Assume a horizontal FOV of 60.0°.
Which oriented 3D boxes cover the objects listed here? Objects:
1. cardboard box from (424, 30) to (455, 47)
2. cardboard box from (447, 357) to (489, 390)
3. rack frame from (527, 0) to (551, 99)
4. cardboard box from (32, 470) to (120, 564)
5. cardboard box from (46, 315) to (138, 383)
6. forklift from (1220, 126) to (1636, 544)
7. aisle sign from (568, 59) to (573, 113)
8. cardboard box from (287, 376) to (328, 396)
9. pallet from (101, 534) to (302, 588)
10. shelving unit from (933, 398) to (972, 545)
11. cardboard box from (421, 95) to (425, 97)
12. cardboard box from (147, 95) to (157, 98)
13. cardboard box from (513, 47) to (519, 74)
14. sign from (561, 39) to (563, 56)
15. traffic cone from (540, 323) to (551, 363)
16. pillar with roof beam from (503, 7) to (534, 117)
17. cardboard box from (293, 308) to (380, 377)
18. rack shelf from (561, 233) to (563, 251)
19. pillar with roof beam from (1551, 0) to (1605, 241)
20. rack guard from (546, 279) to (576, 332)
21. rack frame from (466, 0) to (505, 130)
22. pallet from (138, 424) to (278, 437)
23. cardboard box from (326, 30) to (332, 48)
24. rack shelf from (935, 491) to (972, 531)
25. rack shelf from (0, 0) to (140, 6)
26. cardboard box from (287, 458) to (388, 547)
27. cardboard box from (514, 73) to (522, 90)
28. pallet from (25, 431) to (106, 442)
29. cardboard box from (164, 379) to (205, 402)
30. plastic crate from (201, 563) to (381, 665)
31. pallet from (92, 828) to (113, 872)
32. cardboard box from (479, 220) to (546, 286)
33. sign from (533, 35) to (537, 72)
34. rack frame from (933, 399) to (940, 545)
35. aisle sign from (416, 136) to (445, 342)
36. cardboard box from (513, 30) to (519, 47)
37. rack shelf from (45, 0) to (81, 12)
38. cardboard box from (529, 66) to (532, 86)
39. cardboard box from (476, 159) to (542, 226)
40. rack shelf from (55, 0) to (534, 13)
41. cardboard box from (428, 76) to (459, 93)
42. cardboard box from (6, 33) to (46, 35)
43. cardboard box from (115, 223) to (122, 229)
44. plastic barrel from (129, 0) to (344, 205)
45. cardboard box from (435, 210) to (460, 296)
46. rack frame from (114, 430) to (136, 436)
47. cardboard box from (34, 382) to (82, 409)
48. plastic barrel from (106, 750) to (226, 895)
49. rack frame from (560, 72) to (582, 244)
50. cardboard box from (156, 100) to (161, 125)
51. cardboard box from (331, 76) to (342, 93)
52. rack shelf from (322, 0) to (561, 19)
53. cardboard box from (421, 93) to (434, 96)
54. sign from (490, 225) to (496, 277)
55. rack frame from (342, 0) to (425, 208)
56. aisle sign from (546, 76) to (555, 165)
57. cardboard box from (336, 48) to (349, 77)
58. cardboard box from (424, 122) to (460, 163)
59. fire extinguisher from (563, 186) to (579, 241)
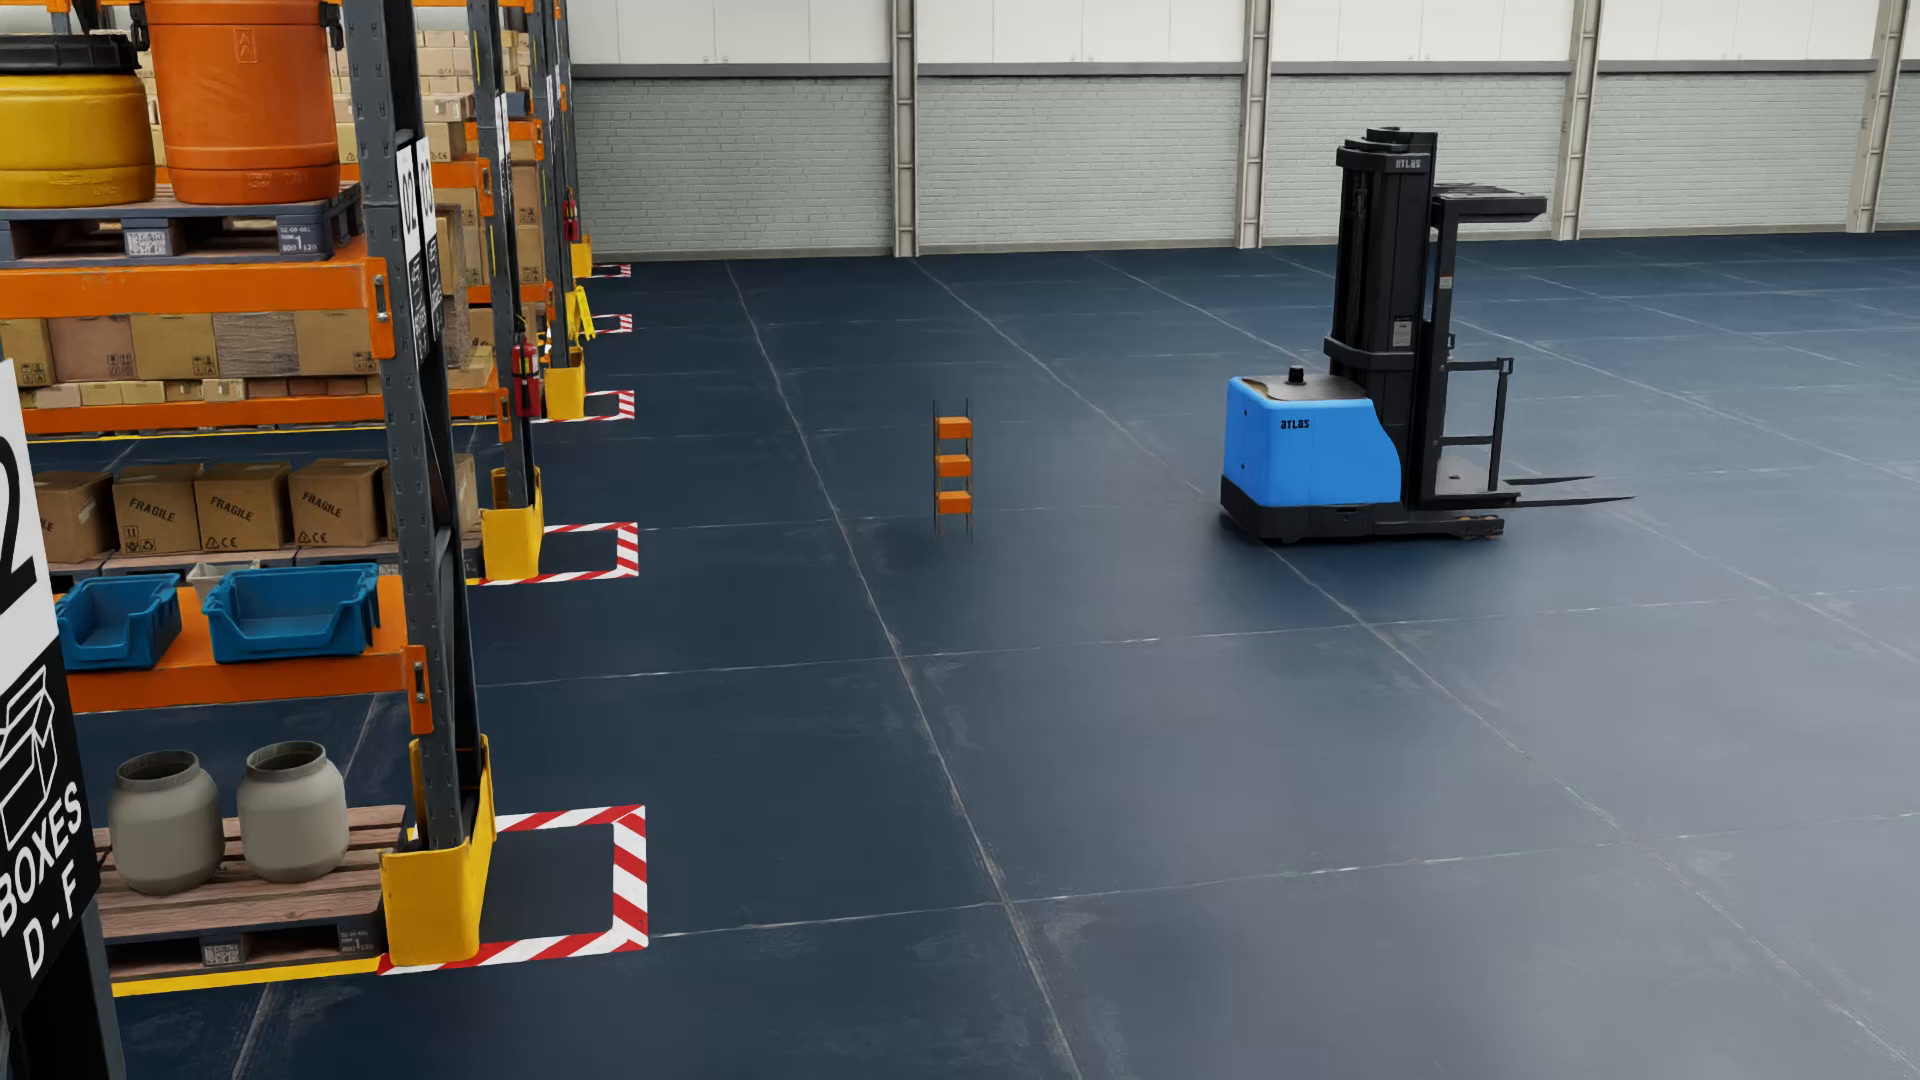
[{"bbox_3d":[-4.722,-4.567,15.148,0.250,0.149,0.380,-3,17,-10],"label":"cardboard box"},{"bbox_3d":[-3.358,-1.137,11.332,0.250,0.149,0.380,-3,17,-10],"label":"cardboard box"},{"bbox_3d":[-3.959,-5.636,15.334,0.127,3.000,1.000,-3,17,-10],"label":"rack frame"},{"bbox_3d":[-6.083,-0.160,11.267,0.500,0.500,0.500,2,17,7],"label":"cardboard box"},{"bbox_3d":[-5.622,-1.381,11.024,0.500,0.500,0.875,-3,17,-10],"label":"cardboard box"},{"bbox_3d":[3.594,-1.552,12.374,3.031,2.935,1.130,-2,17,-8],"label":"forklift"},{"bbox_3d":[-5.822,-6.782,24.855,0.004,0.787,0.394,-3,17,-10],"label":"aisle sign"},{"bbox_3d":[-4.341,-1.083,11.157,0.250,0.149,0.380,-3,17,-10],"label":"cardboard box"},{"bbox_3d":[-5.192,0.107,11.604,1.213,0.211,1.003,-3,17,-10],"label":"pallet"},{"bbox_3d":[-0.053,-0.499,12.148,0.252,1.050,0.215,-3,17,-10],"label":"shelving unit"},{"bbox_3d":[-3.609,-2.799,10.784,0.250,0.149,0.380,-4,17,-12],"label":"cardboard box"},{"bbox_3d":[-5.206,-2.828,10.879,0.250,0.149,0.380,-4,18,-12],"label":"cardboard box"},{"bbox_3d":[-4.482,-4.568,15.830,0.500,0.250,0.500,-3,17,-11],"label":"cardboard box"},{"bbox_3d":[-5.853,-7.282,24.430,0.005,0.325,0.100,-3,17,-10],"label":"sign"},{"bbox_3d":[-4.630,-2.280,18.946,0.334,0.463,0.336,-3,17,-10],"label":"traffic cone"},{"bbox_3d":[-5.981,-7.468,21.299,0.400,9.000,9.100,-3,17,-10],"label":"pillar with roof beam"},{"bbox_3d":[-4.131,-1.437,11.205,0.500,0.500,0.875,-3,17,-10],"label":"cardboard box"},{"bbox_3d":[-6.961,-3.734,20.585,4.000,0.370,1.077,-3,17,-10],"label":"rack shelf"},{"bbox_3d":[11.693,-8.470,24.563,0.400,9.000,9.100,-3,17,-10],"label":"pillar with roof beam"},{"bbox_3d":[-5.072,-2.990,21.195,0.348,0.500,1.175,-3,17,-10],"label":"rack guard"},{"bbox_3d":[-3.117,-4.200,10.660,0.127,3.000,1.000,-3,17,-10],"label":"rack frame"},{"bbox_3d":[-7.125,-1.232,15.963,1.213,0.211,1.003,-3,17,-10],"label":"pallet"},{"bbox_3d":[-5.723,-4.510,14.961,0.250,0.149,0.380,-3,17,-10],"label":"cardboard box"},{"bbox_3d":[-0.053,-0.223,12.233,0.240,0.259,0.215,-3,17,-10],"label":"rack shelf"},{"bbox_3d":[-11.834,-7.618,23.696,4.000,0.370,1.077,-3,17,-10],"label":"rack shelf"},{"bbox_3d":[-4.314,-0.265,11.608,0.500,0.500,0.500,1,17,4],"label":"cardboard box"},{"bbox_3d":[-4.357,-4.404,15.973,0.250,0.149,0.380,-3,17,-10],"label":"cardboard box"},{"bbox_3d":[-8.630,-1.147,15.688,1.213,0.211,1.003,-3,17,-10],"label":"pallet"},{"bbox_3d":[-5.070,-1.029,10.982,0.250,0.149,0.380,-3,17,-10],"label":"cardboard box"},{"bbox_3d":[-2.612,0.281,6.542,0.616,0.251,0.499,-3,17,-10],"label":"plastic crate"},{"bbox_3d":[-4.237,1.557,6.883,1.213,0.211,1.003,-3,17,-10],"label":"pallet"},{"bbox_3d":[-4.315,-2.806,16.083,0.550,0.550,0.875,-3,17,-10],"label":"cardboard box"},{"bbox_3d":[-3.870,-4.430,15.144,0.005,0.325,0.100,-3,17,-10],"label":"sign"},{"bbox_3d":[-0.172,-0.492,12.126,0.008,1.050,0.200,-3,17,-10],"label":"rack frame"},{"bbox_3d":[-2.163,-1.236,6.799,0.004,0.787,0.394,-3,17,-10],"label":"aisle sign"},{"bbox_3d":[-4.347,-4.785,15.856,0.250,0.149,0.380,-3,17,-10],"label":"cardboard box"},{"bbox_3d":[-9.850,-4.766,14.410,4.000,0.370,1.077,-3,17,-10],"label":"rack shelf"},{"bbox_3d":[-5.542,-5.742,20.539,0.500,0.250,0.500,-4,17,-11],"label":"cardboard box"},{"bbox_3d":[-4.331,-3.346,16.003,0.550,0.550,0.875,-3,17,-10],"label":"cardboard box"},{"bbox_3d":[-5.923,-4.989,15.135,4.000,0.370,1.077,-3,17,-10],"label":"rack shelf"},{"bbox_3d":[-4.721,-4.186,15.264,0.250,0.149,0.380,-3,17,-10],"label":"cardboard box"},{"bbox_3d":[-13.040,-6.875,23.421,0.500,0.500,0.500,-3,17,-10],"label":"cardboard box"},{"bbox_3d":[-5.084,-1.816,10.737,0.500,0.500,0.500,-3,17,-10],"label":"cardboard box"},{"bbox_3d":[-2.631,-1.681,6.120,0.708,0.830,0.600,-3,17,-10],"label":"plastic barrel"},{"bbox_3d":[-3.611,-1.898,11.004,0.500,0.500,0.500,-3,17,-10],"label":"cardboard box"},{"bbox_3d":[-7.886,-2.545,15.489,0.127,3.000,1.000,-3,17,-10],"label":"rack frame"},{"bbox_3d":[-5.792,-0.966,10.775,0.250,0.149,0.380,-3,17,-10],"label":"cardboard box"},{"bbox_3d":[-3.302,1.171,6.914,0.421,0.512,0.421,0,17,0],"label":"plastic barrel"},{"bbox_3d":[-5.943,-5.620,25.500,0.127,3.000,1.000,-3,17,-10],"label":"rack frame"},{"bbox_3d":[-4.888,-2.708,10.486,0.250,0.149,0.380,-4,18,-13],"label":"cardboard box"},{"bbox_3d":[-5.719,-4.129,15.080,0.250,0.149,0.380,-3,17,-10],"label":"cardboard box"},{"bbox_3d":[-7.906,-7.841,24.421,4.000,0.370,1.077,-3,17,-10],"label":"rack shelf"},{"bbox_3d":[-3.704,-2.950,11.275,0.250,0.149,0.380,-3,17,-9],"label":"cardboard box"},{"bbox_3d":[-3.032,-1.876,10.800,0.005,0.325,0.100,-3,17,-10],"label":"sign"},{"bbox_3d":[-2.178,-2.772,6.011,0.127,3.000,1.000,-3,17,-10],"label":"rack frame"},{"bbox_3d":[-3.833,-3.928,15.564,0.004,0.787,0.394,-3,17,-10],"label":"aisle sign"},{"bbox_3d":[-5.371,-4.358,15.145,0.500,0.250,0.500,-3,17,-11],"label":"cardboard box"},{"bbox_3d":[-3.543,-2.594,10.797,0.500,0.250,0.500,-3,17,-9],"label":"cardboard box"},{"bbox_3d":[-4.798,-4.026,20.442,0.183,0.674,0.296,-3,17,-10],"label":"fire extinguisher"}]
